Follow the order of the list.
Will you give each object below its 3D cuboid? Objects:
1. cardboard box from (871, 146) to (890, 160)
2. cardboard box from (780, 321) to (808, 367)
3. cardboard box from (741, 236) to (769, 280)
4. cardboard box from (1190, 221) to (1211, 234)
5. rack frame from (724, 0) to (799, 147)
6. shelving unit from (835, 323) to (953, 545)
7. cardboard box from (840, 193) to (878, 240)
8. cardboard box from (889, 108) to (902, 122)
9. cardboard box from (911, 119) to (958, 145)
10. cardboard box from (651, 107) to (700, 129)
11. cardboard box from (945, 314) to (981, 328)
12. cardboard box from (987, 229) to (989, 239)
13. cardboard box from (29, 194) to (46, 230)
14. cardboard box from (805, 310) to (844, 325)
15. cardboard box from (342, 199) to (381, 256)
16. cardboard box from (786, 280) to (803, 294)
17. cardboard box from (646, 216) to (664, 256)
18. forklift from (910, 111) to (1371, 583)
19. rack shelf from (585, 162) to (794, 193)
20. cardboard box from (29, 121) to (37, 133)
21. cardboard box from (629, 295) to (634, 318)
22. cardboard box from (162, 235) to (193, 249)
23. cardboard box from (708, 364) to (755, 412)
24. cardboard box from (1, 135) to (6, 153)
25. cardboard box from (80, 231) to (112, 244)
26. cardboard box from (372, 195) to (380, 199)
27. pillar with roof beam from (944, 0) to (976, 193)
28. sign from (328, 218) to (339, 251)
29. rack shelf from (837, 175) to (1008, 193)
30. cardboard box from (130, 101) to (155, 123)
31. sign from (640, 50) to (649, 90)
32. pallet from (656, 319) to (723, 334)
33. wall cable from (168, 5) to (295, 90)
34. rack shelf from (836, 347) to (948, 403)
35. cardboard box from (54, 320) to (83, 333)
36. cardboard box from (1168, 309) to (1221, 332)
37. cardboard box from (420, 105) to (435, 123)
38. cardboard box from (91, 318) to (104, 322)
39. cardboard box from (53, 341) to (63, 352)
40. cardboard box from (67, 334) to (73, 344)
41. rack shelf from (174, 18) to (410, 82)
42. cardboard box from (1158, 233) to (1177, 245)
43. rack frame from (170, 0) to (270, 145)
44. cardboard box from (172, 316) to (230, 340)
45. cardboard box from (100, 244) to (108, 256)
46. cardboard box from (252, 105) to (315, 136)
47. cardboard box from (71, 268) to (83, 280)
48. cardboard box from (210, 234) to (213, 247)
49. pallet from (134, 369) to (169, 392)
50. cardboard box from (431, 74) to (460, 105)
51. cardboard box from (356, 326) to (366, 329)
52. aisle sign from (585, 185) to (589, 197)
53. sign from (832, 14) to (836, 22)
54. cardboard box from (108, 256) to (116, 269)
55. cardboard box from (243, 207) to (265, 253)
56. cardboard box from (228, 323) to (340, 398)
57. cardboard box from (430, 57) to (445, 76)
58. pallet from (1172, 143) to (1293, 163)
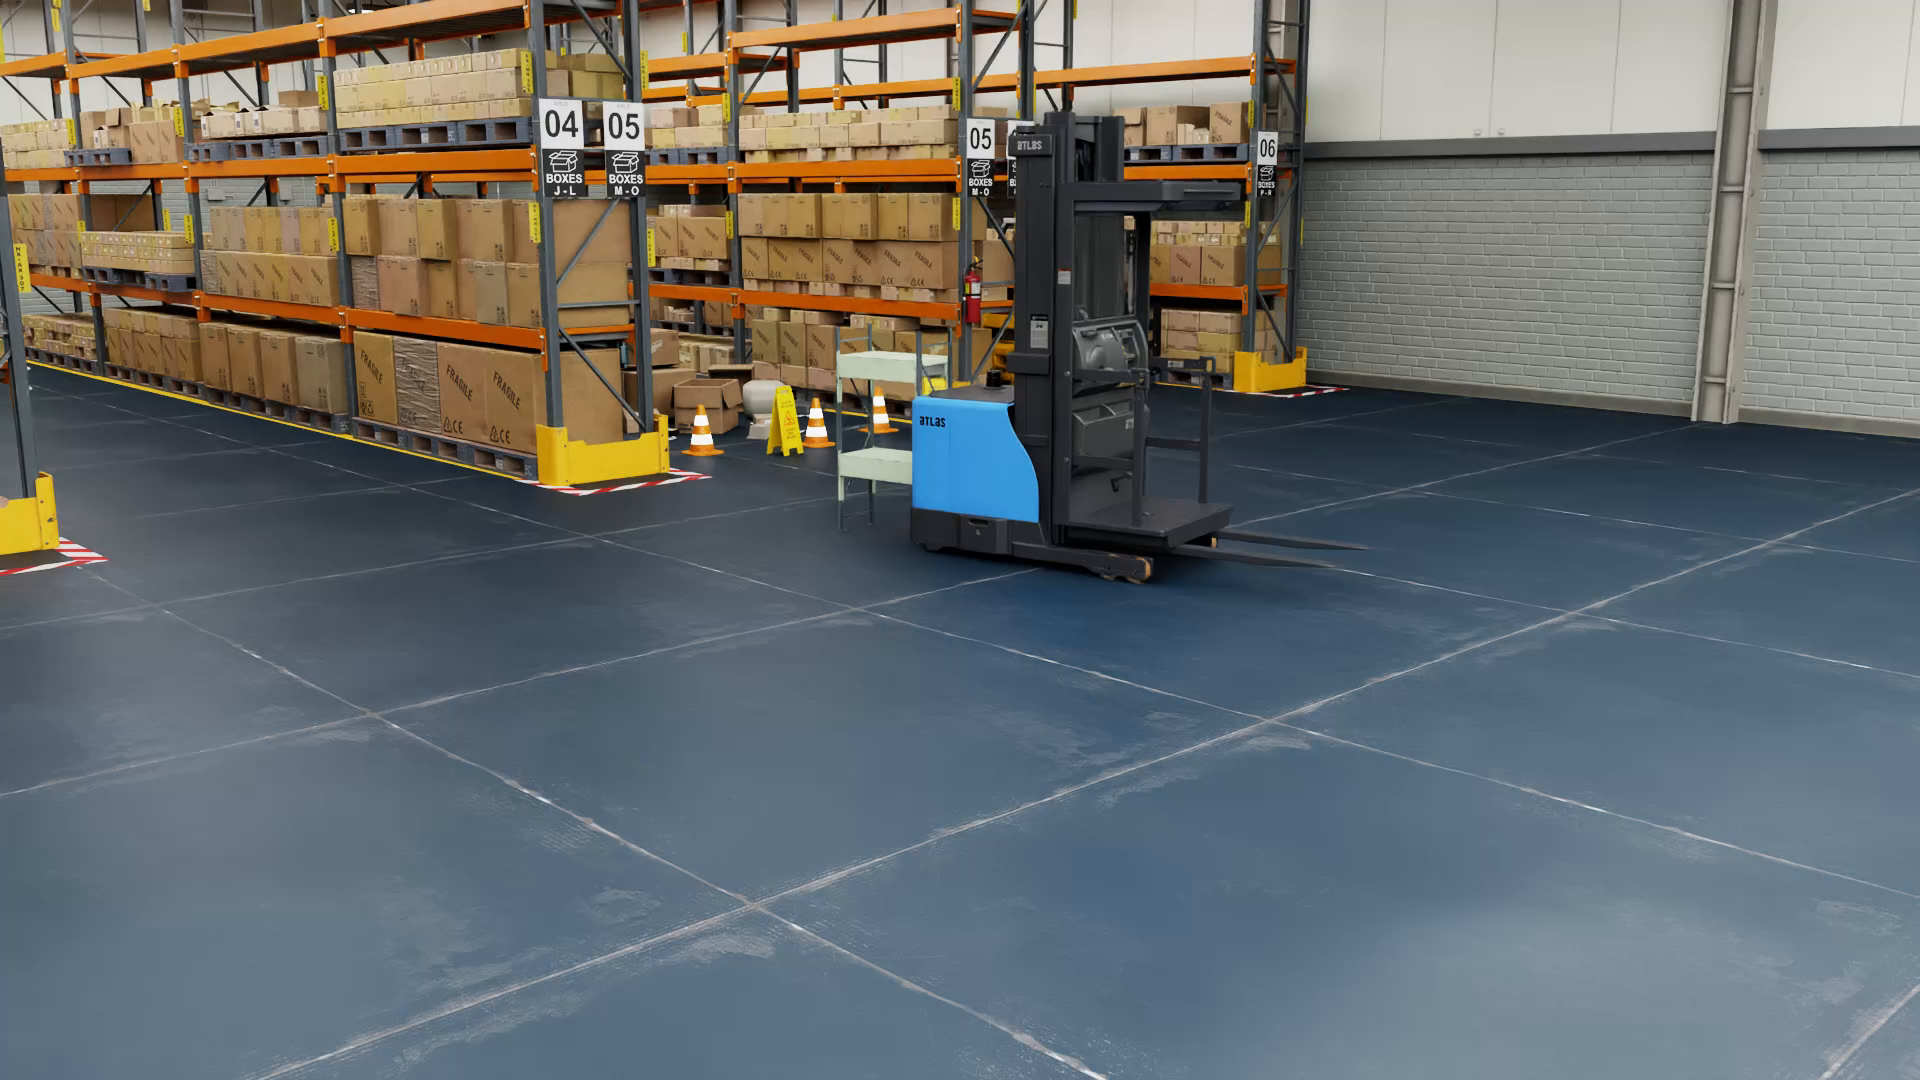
[{"bbox_3d":[-0.755,-4.243,18.260,0.380,0.149,0.250,-11,16,-43],"label":"cardboard box"},{"bbox_3d":[-1.791,-2.342,19.760,0.500,0.500,0.500,-10,15,-40],"label":"cardboard box"},{"bbox_3d":[-2.279,-3.408,20.032,0.500,0.500,0.500,-11,16,-43],"label":"cardboard box"},{"bbox_3d":[3.175,-4.026,21.426,0.380,0.149,0.250,-10,16,-41],"label":"cardboard box"},{"bbox_3d":[-2.381,-6.254,19.967,1.000,3.000,0.127,-11,16,-43],"label":"rack frame"},{"bbox_3d":[-0.472,-0.779,11.975,0.755,1.500,0.431,8,14,35],"label":"shelving unit"},{"bbox_3d":[-0.900,-3.596,18.468,0.700,0.500,0.500,-11,16,-43],"label":"cardboard box"},{"bbox_3d":[-0.544,-4.599,18.013,0.380,0.149,0.250,-11,16,-42],"label":"cardboard box"},{"bbox_3d":[-0.167,-4.311,17.602,0.500,0.250,0.500,-11,16,-43],"label":"cardboard box"},{"bbox_3d":[-3.594,-5.375,21.225,0.500,0.250,0.500,-11,16,-42],"label":"cardboard box"},{"bbox_3d":[0.307,-3.240,25.047,0.875,0.625,0.625,-11,16,-43],"label":"cardboard box"},{"bbox_3d":[0.487,-4.472,24.328,0.380,0.149,0.250,-11,16,-43],"label":"cardboard box"},{"bbox_3d":[-13.010,-4.719,23.920,0.500,0.500,0.500,11,16,43],"label":"cardboard box"},{"bbox_3d":[-1.582,-2.596,19.385,0.380,0.149,0.250,-10,15,-39],"label":"cardboard box"},{"bbox_3d":[-5.662,-3.155,16.744,0.875,0.550,0.550,-11,16,-43],"label":"cardboard box"},{"bbox_3d":[-1.833,-2.997,19.648,0.380,0.149,0.250,-10,15,-41],"label":"cardboard box"},{"bbox_3d":[-3.924,-3.976,21.753,0.500,0.500,0.500,11,16,43],"label":"cardboard box"},{"bbox_3d":[1.169,-1.281,10.866,3.031,2.935,1.130,8,14,32],"label":"forklift"},{"bbox_3d":[-3.763,-4.725,21.759,1.077,0.370,4.000,-11,16,-43],"label":"rack shelf"},{"bbox_3d":[-12.932,-5.842,23.543,0.380,0.149,0.250,-11,16,-44],"label":"cardboard box"},{"bbox_3d":[-5.872,-4.417,31.072,0.500,0.500,0.500,-11,16,-42],"label":"cardboard box"},{"bbox_3d":[-9.324,-3.577,19.947,0.250,0.149,0.380,11,16,43],"label":"cardboard box"},{"bbox_3d":[-2.626,-1.747,19.145,0.500,0.500,0.500,-1,12,-4],"label":"cardboard box"},{"bbox_3d":[-14.057,-5.902,24.822,0.500,0.250,0.500,-11,16,-42],"label":"cardboard box"},{"bbox_3d":[-11.477,-4.031,22.153,0.380,0.149,0.250,-10,15,-40],"label":"cardboard box"},{"bbox_3d":[-9.367,-5.570,27.178,0.380,0.149,0.250,-11,16,-43],"label":"cardboard box"},{"bbox_3d":[-3.118,-6.866,22.935,9.100,9.000,0.400,-11,16,-43],"label":"pillar with roof beam"},{"bbox_3d":[-6.277,-3.063,16.670,0.100,0.325,0.005,-11,16,-43],"label":"sign"},{"bbox_3d":[-0.175,-5.417,25.119,1.077,0.370,4.000,-11,16,-43],"label":"rack shelf"},{"bbox_3d":[-10.024,-5.296,20.605,0.396,0.266,0.258,-11,16,-43],"label":"cardboard box"},{"bbox_3d":[-2.724,-4.040,14.292,0.100,0.325,0.005,-11,16,-43],"label":"sign"},{"bbox_3d":[-4.792,-3.910,30.368,1.003,0.211,1.213,-11,16,-43],"label":"pallet"},{"bbox_3d":[-14.255,-8.901,32.814,2.355,3.000,0.029,-11,16,-43],"label":"wall cable"},{"bbox_3d":[-0.472,-1.161,11.897,0.720,0.370,0.431,8,14,35],"label":"rack shelf"},{"bbox_3d":[-12.804,-3.075,23.956,0.250,0.149,0.380,11,16,43],"label":"cardboard box"},{"bbox_3d":[3.068,-2.871,21.706,0.500,0.250,0.500,-11,16,-42],"label":"cardboard box"},{"bbox_3d":[-4.657,-3.852,15.077,0.380,0.149,0.250,-11,16,-42],"label":"cardboard box"},{"bbox_3d":[-12.565,-3.190,24.514,0.380,0.149,0.250,-11,16,-42],"label":"cardboard box"},{"bbox_3d":[-12.971,-2.827,24.224,0.380,0.149,0.250,-11,16,-43],"label":"cardboard box"},{"bbox_3d":[-12.550,-2.895,23.816,0.380,0.149,0.250,-10,16,-41],"label":"cardboard box"},{"bbox_3d":[-7.273,-5.293,18.077,1.077,0.370,4.000,-11,16,-43],"label":"rack shelf"},{"bbox_3d":[2.812,-3.952,21.806,0.250,0.149,0.380,11,16,43],"label":"cardboard box"},{"bbox_3d":[-8.654,-6.133,19.381,1.000,3.000,0.127,-11,16,-43],"label":"rack frame"},{"bbox_3d":[-9.316,-2.607,20.428,0.500,0.250,0.500,11,16,44],"label":"cardboard box"},{"bbox_3d":[-10.938,-3.773,21.634,0.250,0.149,0.380,11,16,43],"label":"cardboard box"},{"bbox_3d":[-7.261,-4.517,17.900,0.500,0.311,0.500,11,16,43],"label":"cardboard box"},{"bbox_3d":[-12.040,-3.687,22.998,0.250,0.149,0.380,11,16,44],"label":"cardboard box"},{"bbox_3d":[-9.021,-3.702,20.556,0.250,0.149,0.380,11,16,44],"label":"cardboard box"},{"bbox_3d":[-10.031,-2.122,21.686,1.003,0.211,1.213,-11,16,-43],"label":"pallet"},{"bbox_3d":[-4.360,-4.003,14.818,0.500,0.250,0.500,-11,16,-43],"label":"cardboard box"},{"bbox_3d":[-10.140,-3.936,28.889,0.875,0.438,0.875,11,16,43],"label":"cardboard box"},{"bbox_3d":[-7.341,-7.002,32.021,0.394,0.787,0.004,-11,16,-43],"label":"aisle sign"},{"bbox_3d":[-1.942,-7.949,25.685,0.100,0.325,0.005,-11,16,-43],"label":"sign"},{"bbox_3d":[-10.763,-3.589,21.482,0.250,0.149,0.380,11,16,43],"label":"cardboard box"},{"bbox_3d":[-7.645,-3.519,18.832,0.700,0.500,0.500,-11,16,-43],"label":"cardboard box"},{"bbox_3d":[-7.692,-2.070,19.062,1.050,0.750,0.750,-11,16,-42],"label":"cardboard box"},{"bbox_3d":[-4.485,-4.206,14.819,0.380,0.149,0.250,-11,16,-43],"label":"cardboard box"},{"bbox_3d":[3.499,-4.957,21.324,1.003,0.211,1.213,-11,16,-43],"label":"pallet"}]
